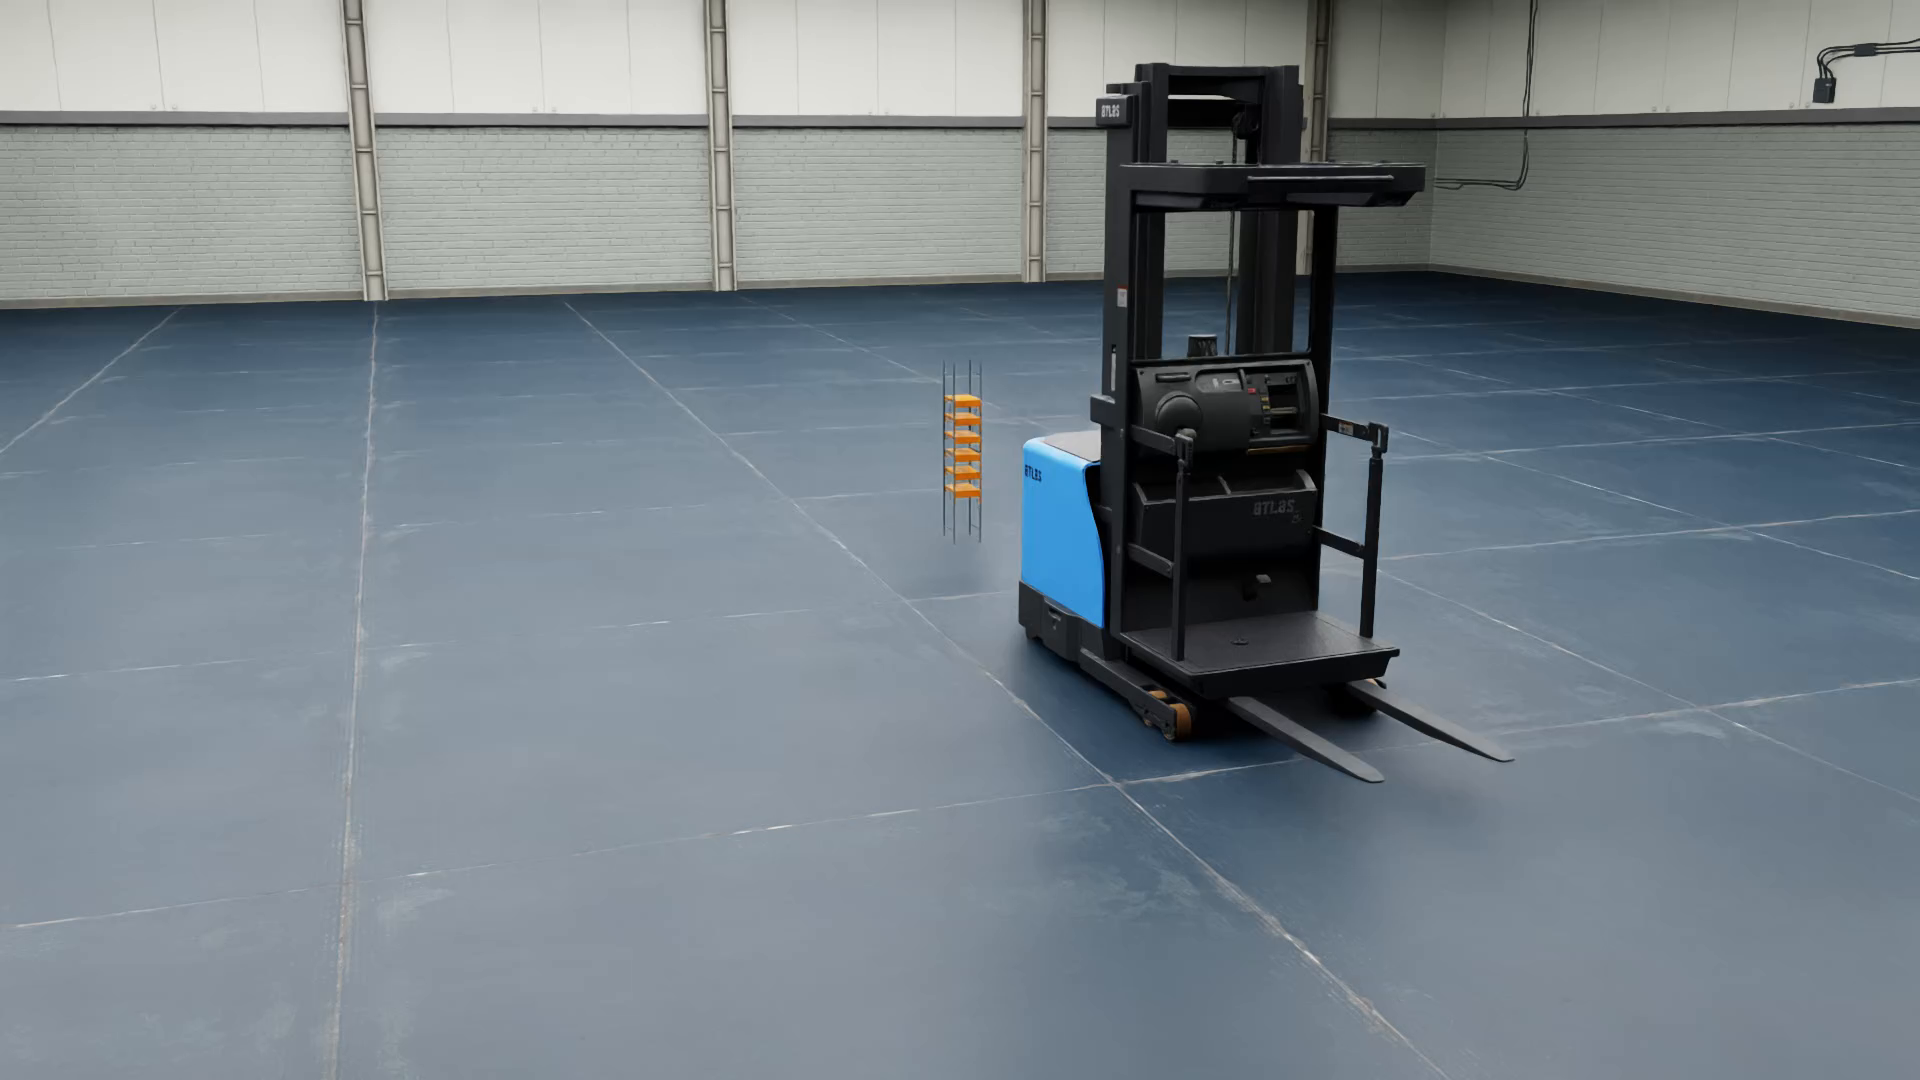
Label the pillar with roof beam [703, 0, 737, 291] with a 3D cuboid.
[{"bbox_3d":[-2.903,-7.977,25.231,0.400,9.000,9.100,-4,14,-18],"label":"pillar with roof beam"}]

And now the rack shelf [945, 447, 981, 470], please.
[{"bbox_3d":[0.014,-0.542,11.019,0.180,0.103,0.258,-4,14,-18],"label":"rack shelf"}]

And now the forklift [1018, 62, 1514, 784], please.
[{"bbox_3d":[1.324,-0.644,7.515,1.130,2.935,3.031,-5,14,-21],"label":"forklift"}]

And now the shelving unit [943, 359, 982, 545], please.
[{"bbox_3d":[0.014,-0.585,11.008,0.189,1.200,0.258,-4,14,-18],"label":"shelving unit"}]

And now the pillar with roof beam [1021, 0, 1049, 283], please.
[{"bbox_3d":[2.784,-8.420,27.093,0.400,9.000,9.100,-4,14,-18],"label":"pillar with roof beam"}]

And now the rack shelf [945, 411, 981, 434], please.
[{"bbox_3d":[0.014,-0.775,10.963,0.180,0.103,0.258,-4,14,-18],"label":"rack shelf"}]

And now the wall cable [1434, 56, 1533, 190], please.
[{"bbox_3d":[10.312,-8.223,32.978,0.112,2.526,3.097,-4,14,-18],"label":"wall cable"}]

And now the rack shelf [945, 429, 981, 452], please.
[{"bbox_3d":[0.014,-0.658,10.991,0.180,0.103,0.258,-4,14,-18],"label":"rack shelf"}]

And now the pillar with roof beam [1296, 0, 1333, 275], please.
[{"bbox_3d":[8.471,-8.862,28.955,0.400,9.000,9.100,-4,14,-18],"label":"pillar with roof beam"}]

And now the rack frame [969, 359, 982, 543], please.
[{"bbox_3d":[0.100,-0.592,11.037,0.006,1.200,0.240,-4,14,-18],"label":"rack frame"}]

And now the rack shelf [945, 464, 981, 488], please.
[{"bbox_3d":[0.014,-0.425,11.046,0.180,0.103,0.258,-4,14,-18],"label":"rack shelf"}]

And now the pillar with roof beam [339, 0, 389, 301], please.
[{"bbox_3d":[-8.589,-7.534,23.370,0.400,9.000,9.100,-4,14,-18],"label":"pillar with roof beam"}]

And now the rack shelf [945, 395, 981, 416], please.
[{"bbox_3d":[0.014,-0.892,10.935,0.180,0.103,0.258,-4,14,-18],"label":"rack shelf"}]

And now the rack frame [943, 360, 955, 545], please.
[{"bbox_3d":[-0.073,-0.578,10.980,0.006,1.200,0.240,-4,14,-18],"label":"rack frame"}]

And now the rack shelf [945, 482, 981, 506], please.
[{"bbox_3d":[0.014,-0.308,11.074,0.180,0.103,0.258,-4,14,-18],"label":"rack shelf"}]

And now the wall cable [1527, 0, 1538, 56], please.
[{"bbox_3d":[11.174,-10.087,29.900,0.112,2.526,3.097,-4,14,-18],"label":"wall cable"}]

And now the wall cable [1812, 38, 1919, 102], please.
[{"bbox_3d":[13.324,-9.305,23.467,0.169,6.003,2.305,-4,14,-18],"label":"wall cable"}]
